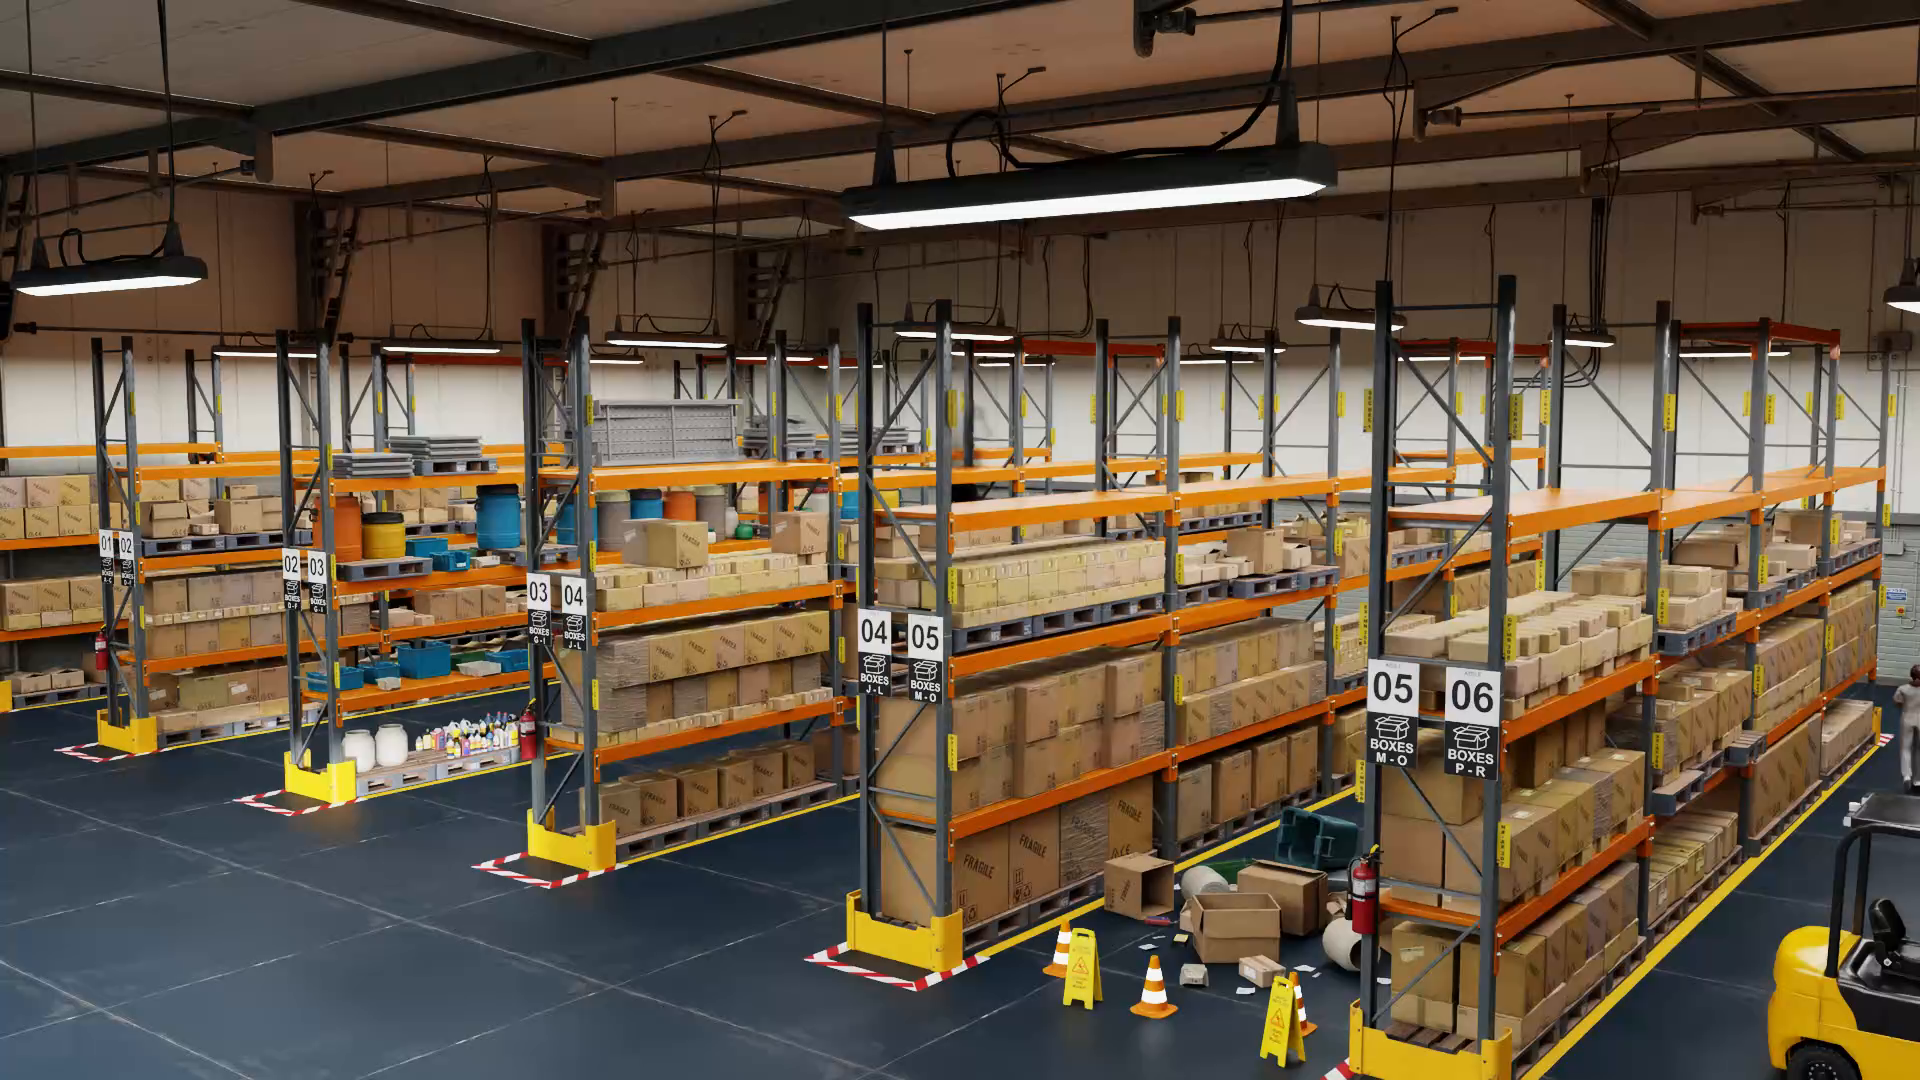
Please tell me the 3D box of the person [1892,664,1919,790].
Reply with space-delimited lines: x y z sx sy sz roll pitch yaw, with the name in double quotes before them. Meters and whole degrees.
"person" 12.393 2.433 21.567 0.564 1.650 0.969 3 6 30
